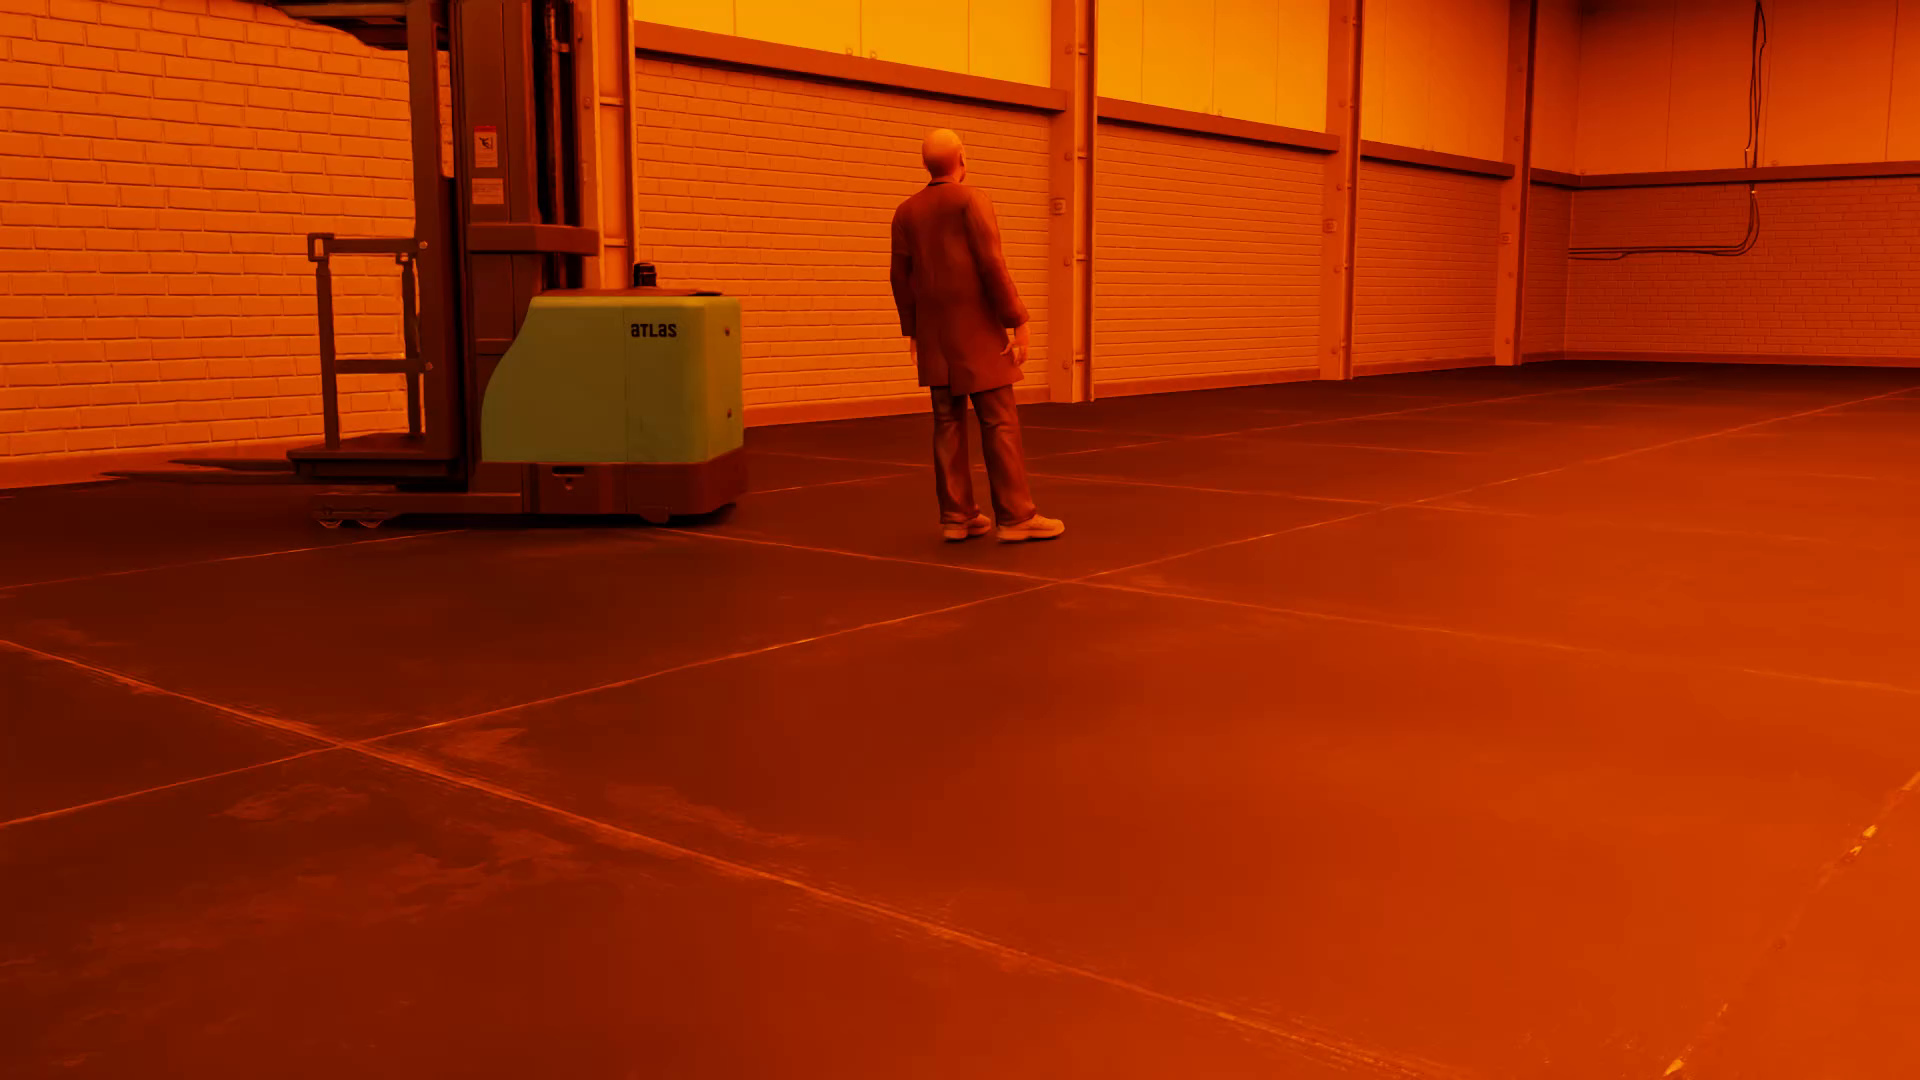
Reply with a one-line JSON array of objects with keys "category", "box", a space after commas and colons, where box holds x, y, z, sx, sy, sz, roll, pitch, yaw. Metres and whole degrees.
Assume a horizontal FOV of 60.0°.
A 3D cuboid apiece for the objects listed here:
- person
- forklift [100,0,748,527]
[{"category": "person", "box": [0.061, -0.897, 7.342, 0.696, 1.776, 0.582, 7, 11, 38]}, {"category": "forklift", "box": [-2.645, -1.585, 8.116, 3.031, 2.935, 1.130, 1, 8, 4]}]
